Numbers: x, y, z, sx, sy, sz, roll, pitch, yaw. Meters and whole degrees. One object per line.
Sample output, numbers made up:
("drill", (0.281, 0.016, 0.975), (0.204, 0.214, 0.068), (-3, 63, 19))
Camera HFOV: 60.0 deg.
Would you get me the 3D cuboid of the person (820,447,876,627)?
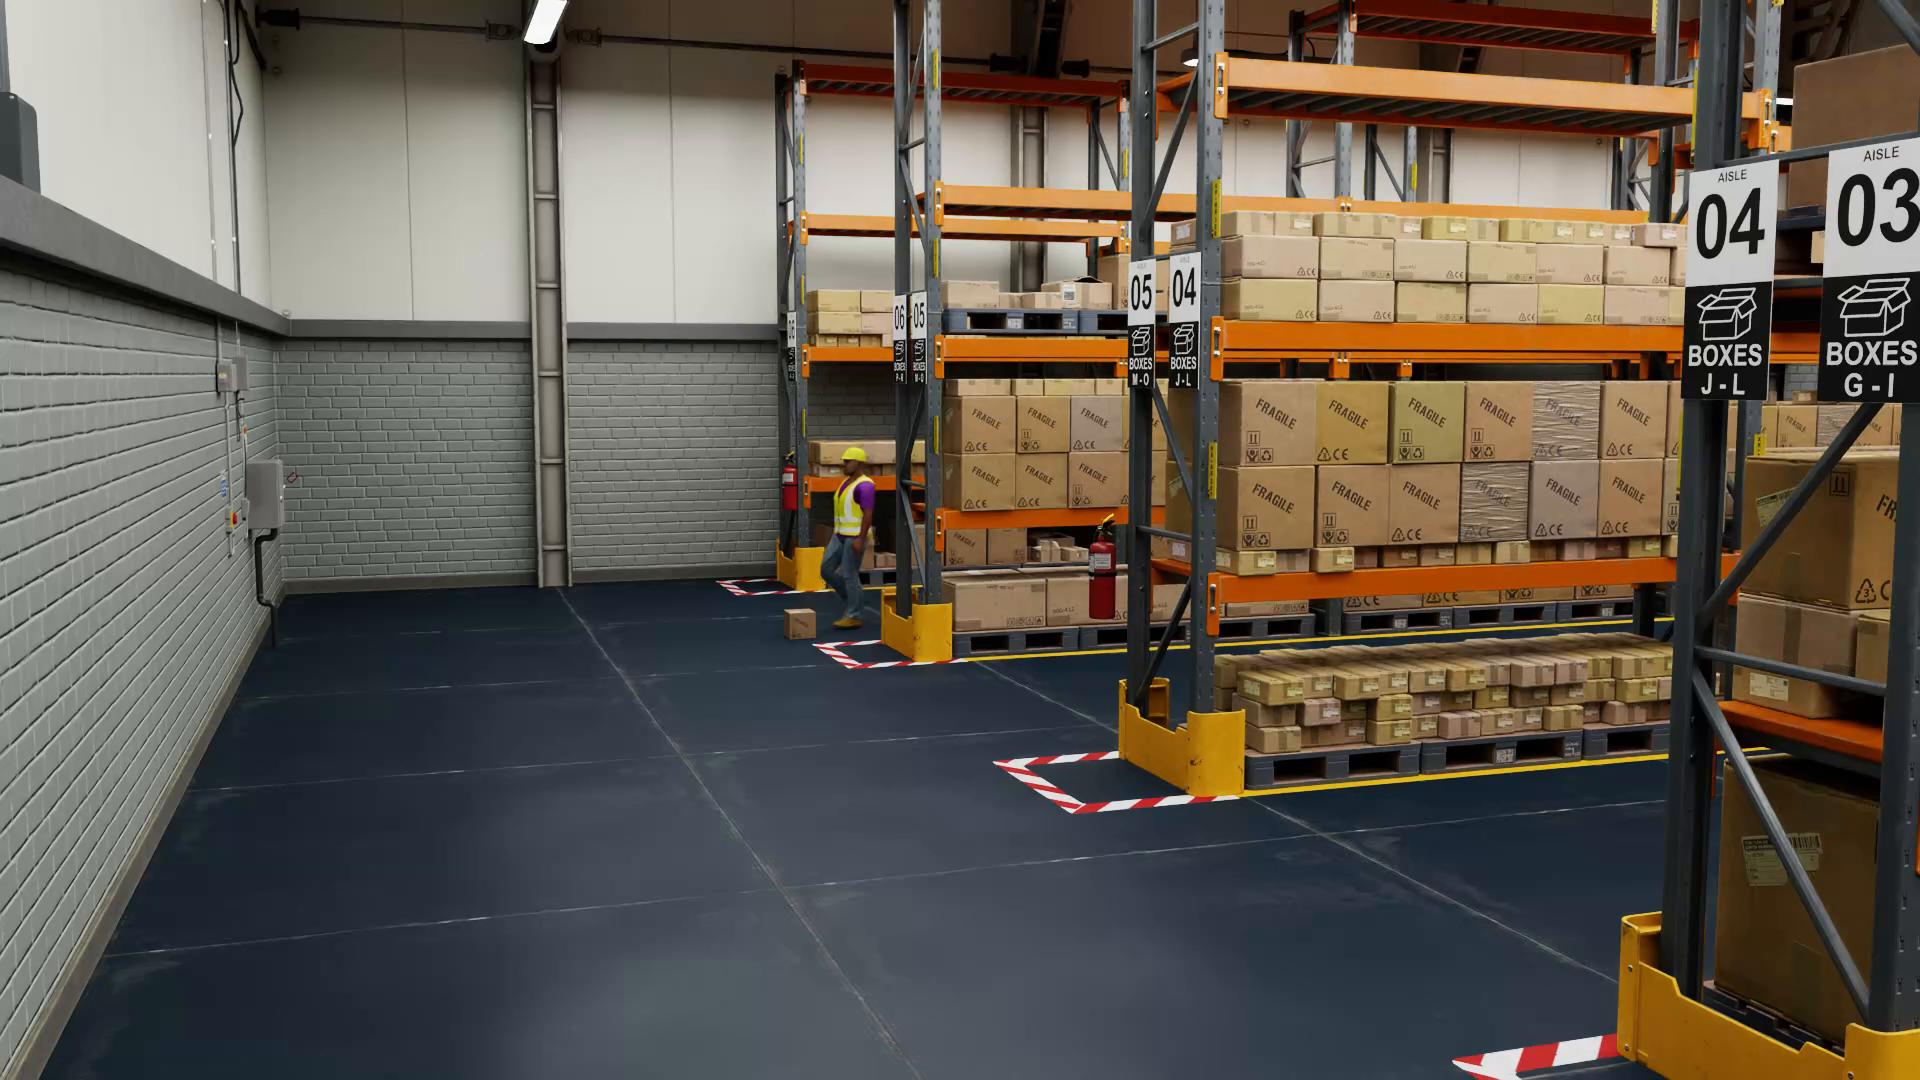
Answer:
("person", (-1.100, -0.021, 16.299), (0.469, 1.770, 0.620), (-4, 7, -32))
